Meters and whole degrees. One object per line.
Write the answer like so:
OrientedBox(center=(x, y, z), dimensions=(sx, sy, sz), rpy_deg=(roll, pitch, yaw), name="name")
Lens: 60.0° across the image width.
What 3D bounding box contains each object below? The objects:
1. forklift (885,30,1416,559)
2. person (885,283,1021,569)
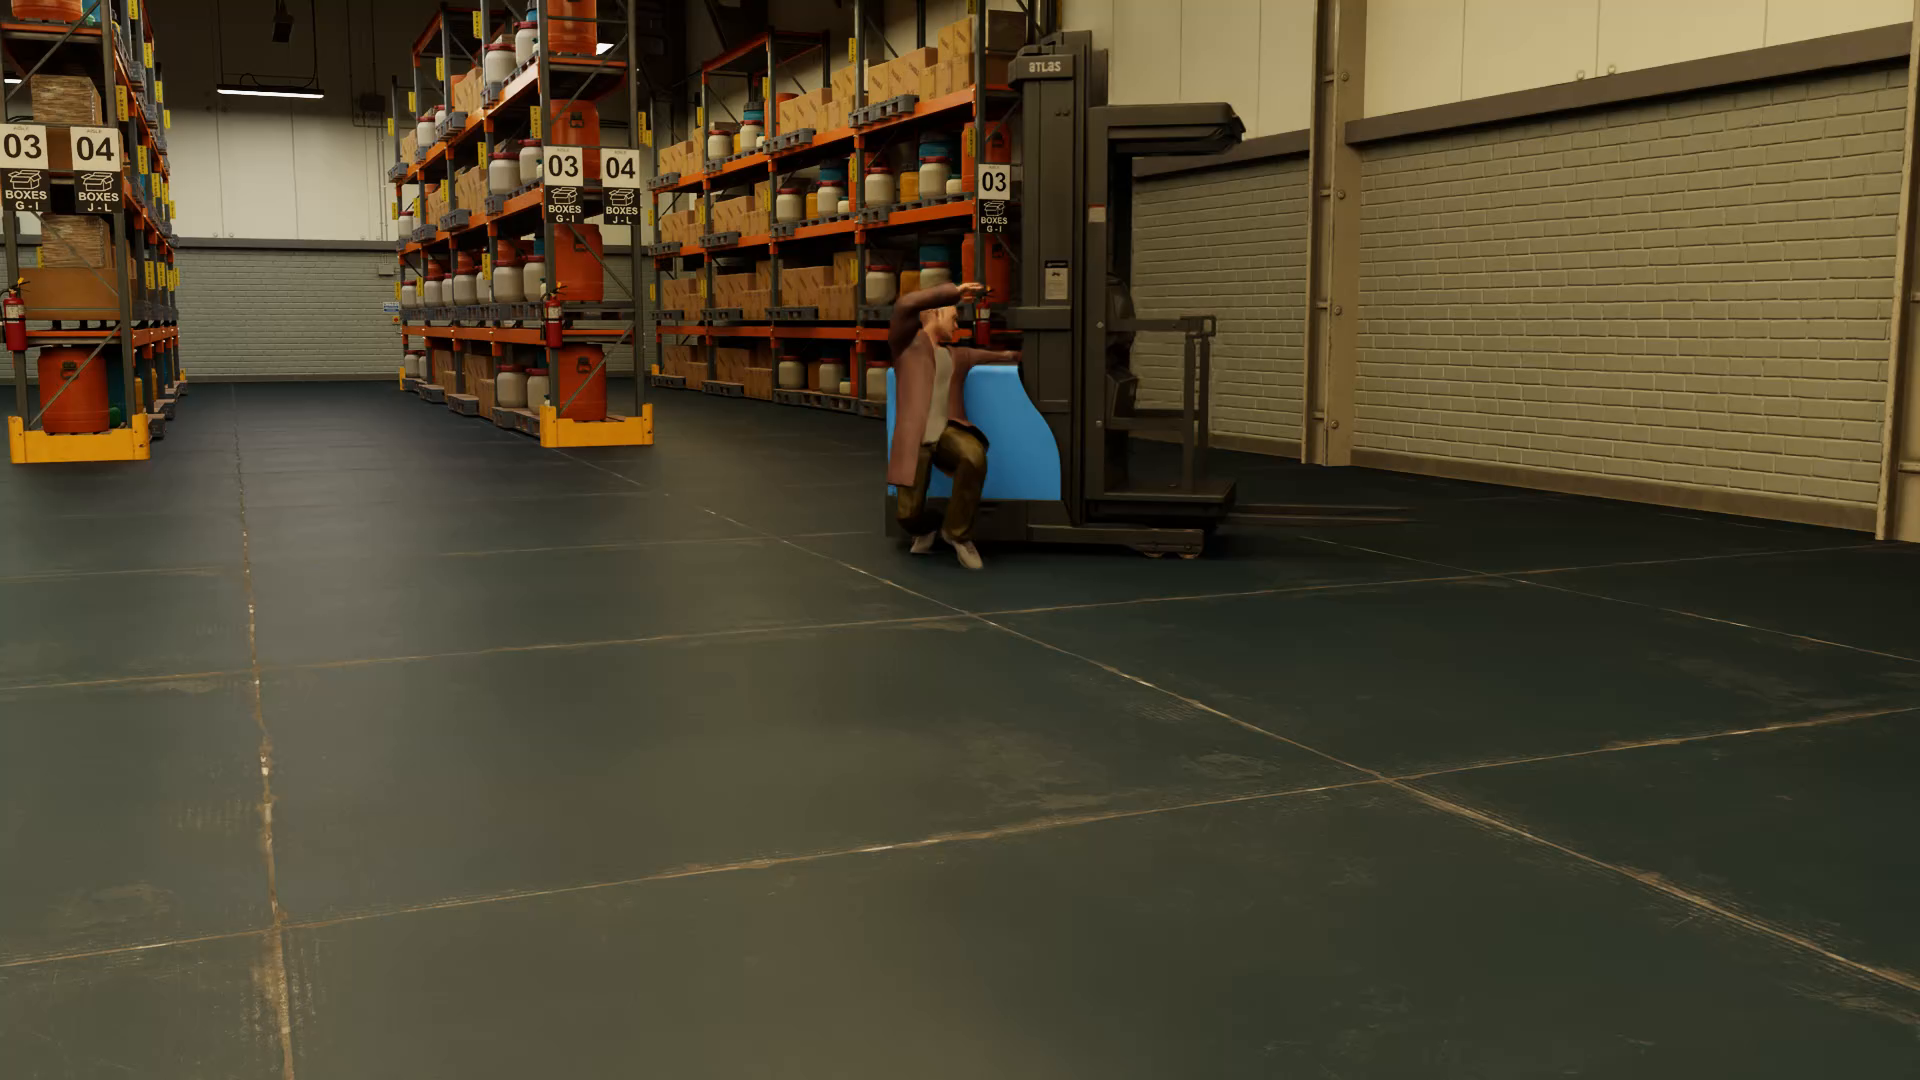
OrientedBox(center=(1.130, -1.423, 9.732), dimensions=(3.031, 2.935, 1.130), rpy_deg=(2, 8, 13), name="forklift")
OrientedBox(center=(0.145, -0.647, 9.308), dimensions=(1.153, 1.568, 0.930), rpy_deg=(-2, 8, -14), name="person")
